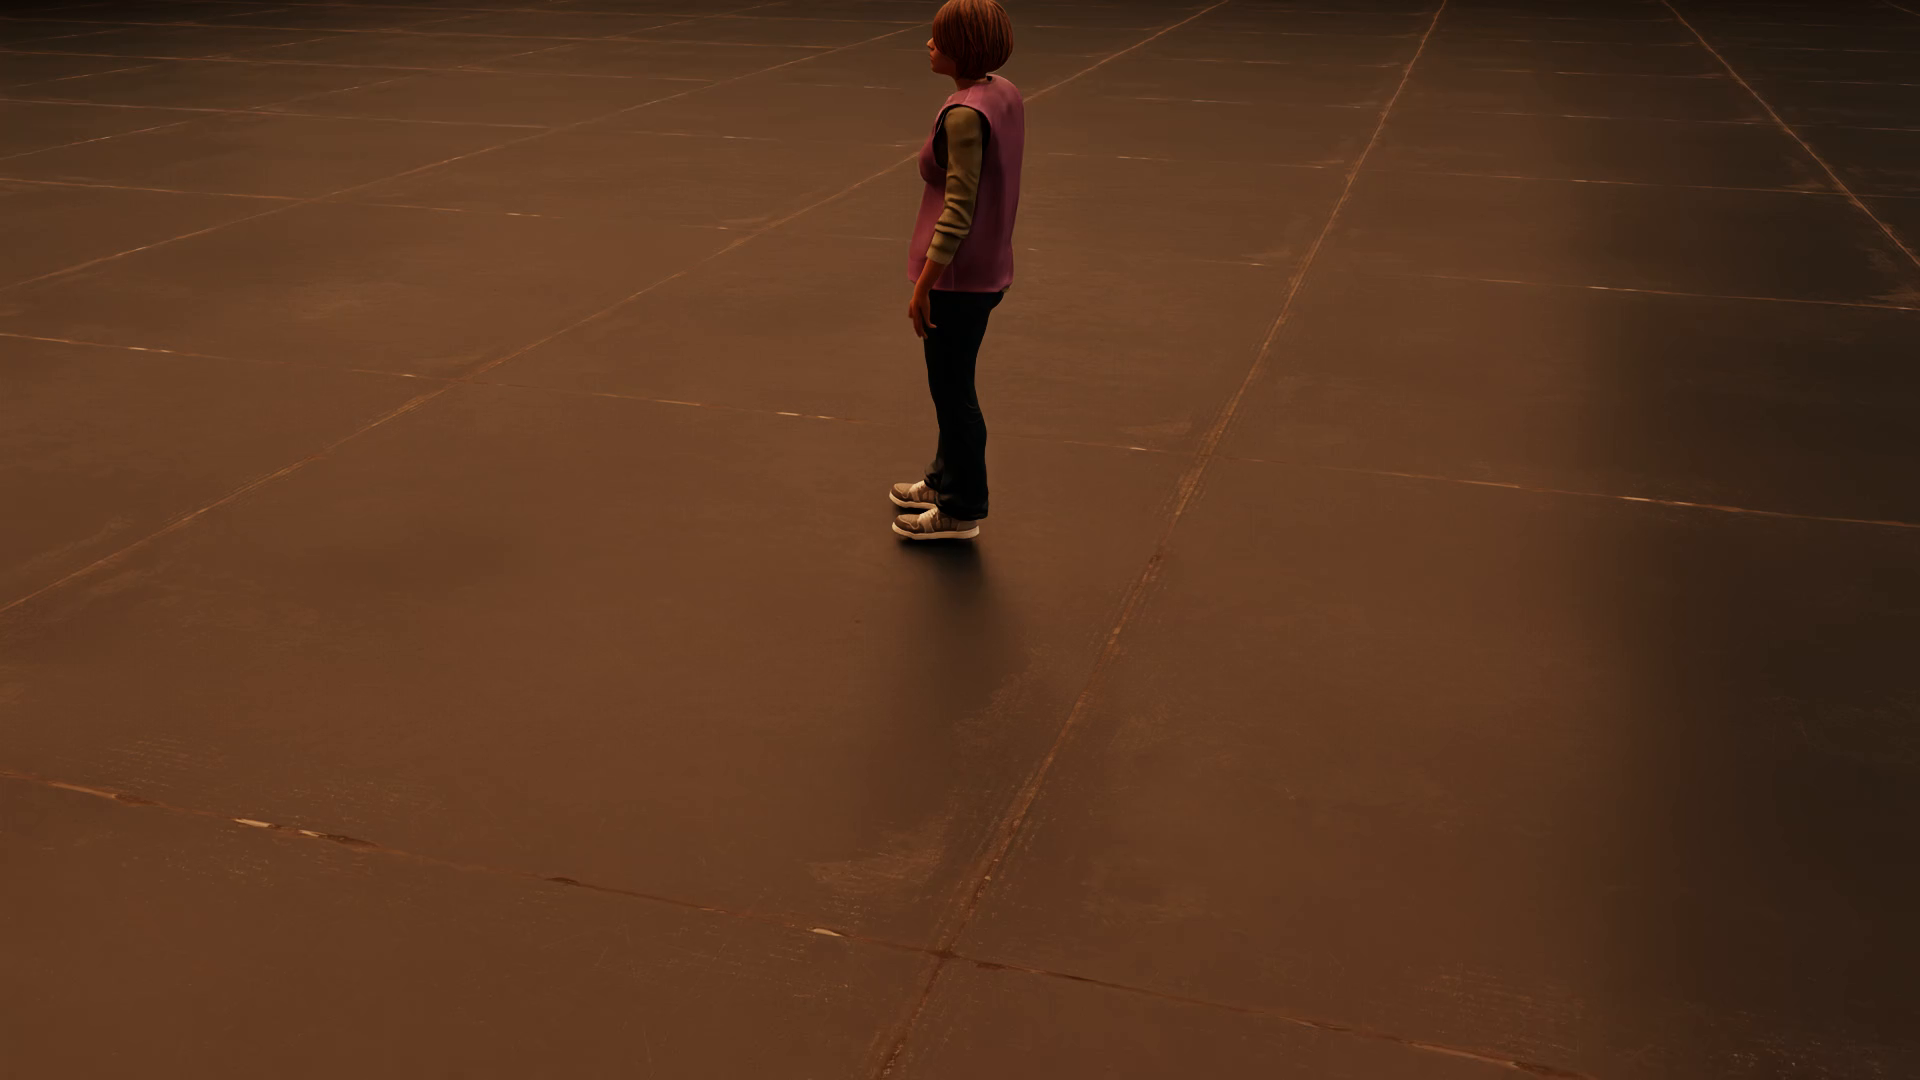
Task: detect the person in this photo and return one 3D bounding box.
[{"bbox_3d":[-0.066,-0.759,4.846,0.476,1.597,0.520,7,23,16],"label":"person"}]
